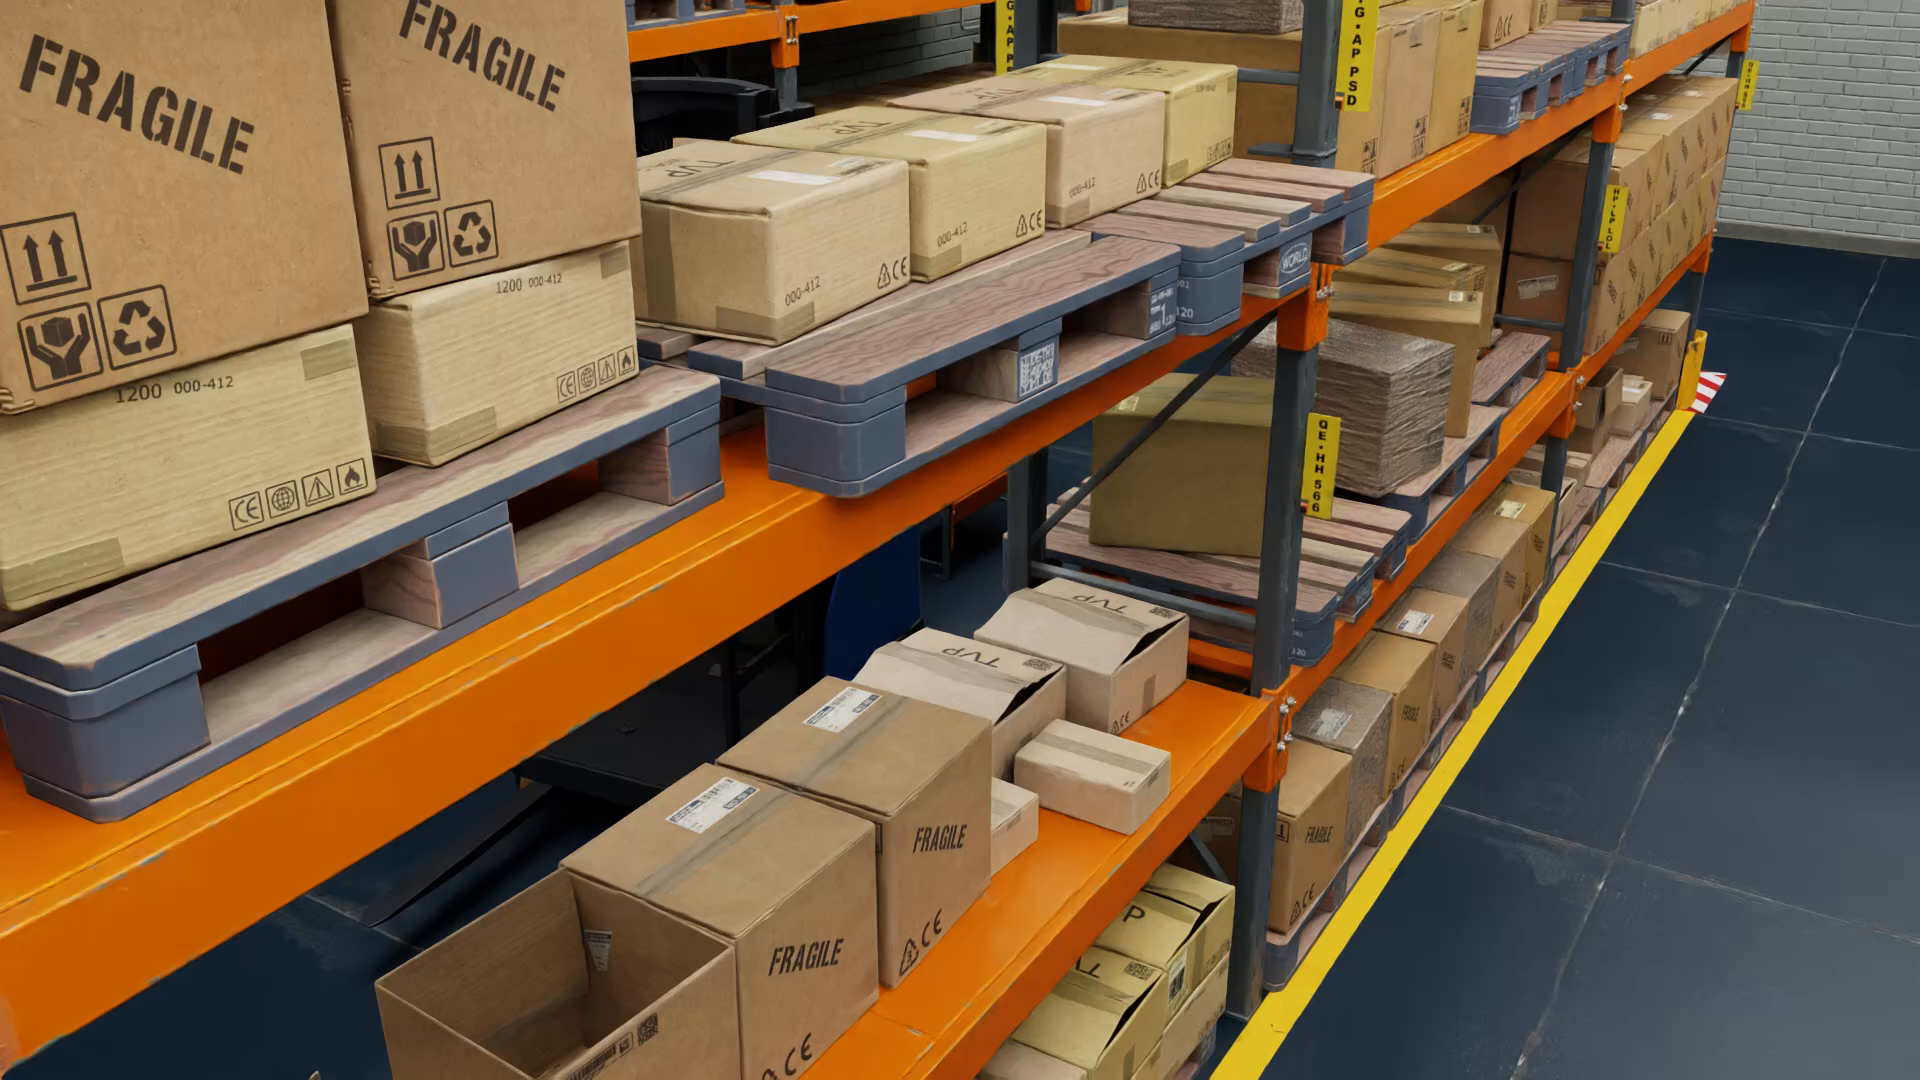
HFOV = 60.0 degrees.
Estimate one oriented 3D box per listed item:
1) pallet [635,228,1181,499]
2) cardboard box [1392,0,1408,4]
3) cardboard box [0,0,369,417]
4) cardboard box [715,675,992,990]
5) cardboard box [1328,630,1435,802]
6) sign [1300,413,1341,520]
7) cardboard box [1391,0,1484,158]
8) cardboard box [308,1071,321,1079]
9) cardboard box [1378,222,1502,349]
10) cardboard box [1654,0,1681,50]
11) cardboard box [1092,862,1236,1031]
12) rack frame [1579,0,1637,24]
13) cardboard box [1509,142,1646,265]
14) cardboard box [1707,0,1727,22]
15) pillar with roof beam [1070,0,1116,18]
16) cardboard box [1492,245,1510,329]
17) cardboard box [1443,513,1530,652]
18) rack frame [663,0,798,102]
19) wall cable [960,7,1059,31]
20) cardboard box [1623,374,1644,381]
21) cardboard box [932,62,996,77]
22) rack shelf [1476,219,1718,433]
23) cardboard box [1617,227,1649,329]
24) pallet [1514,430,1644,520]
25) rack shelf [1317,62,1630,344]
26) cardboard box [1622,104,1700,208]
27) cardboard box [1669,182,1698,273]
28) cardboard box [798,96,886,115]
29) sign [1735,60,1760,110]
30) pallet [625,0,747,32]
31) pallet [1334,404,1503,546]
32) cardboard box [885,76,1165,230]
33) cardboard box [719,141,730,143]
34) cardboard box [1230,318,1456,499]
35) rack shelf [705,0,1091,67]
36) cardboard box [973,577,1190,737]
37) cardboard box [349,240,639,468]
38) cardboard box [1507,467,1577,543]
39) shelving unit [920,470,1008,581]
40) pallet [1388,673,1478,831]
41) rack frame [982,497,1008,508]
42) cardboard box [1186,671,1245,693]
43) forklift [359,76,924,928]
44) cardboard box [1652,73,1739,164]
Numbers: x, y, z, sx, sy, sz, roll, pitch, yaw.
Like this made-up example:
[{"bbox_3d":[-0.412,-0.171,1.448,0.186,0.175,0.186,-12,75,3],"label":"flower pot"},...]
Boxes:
[{"bbox_3d":[-0.254,-0.470,3.522,1.003,0.211,1.213,15,28,31],"label":"pallet"},{"bbox_3d":[1.389,-2.178,5.844,0.500,0.500,0.500,14,27,29],"label":"cardboard box"},{"bbox_3d":[-1.135,-0.501,2.071,0.500,0.500,0.500,14,27,30],"label":"cardboard box"},{"bbox_3d":[-0.255,0.718,4.190,0.500,0.500,0.500,12,26,26],"label":"cardboard box"},{"bbox_3d":[1.639,0.699,6.952,0.500,0.500,0.500,13,27,28],"label":"cardboard box"},{"bbox_3d":[1.089,-0.222,5.030,0.100,0.325,0.005,14,27,29],"label":"sign"},{"bbox_3d":[1.361,-1.730,6.070,0.910,0.500,0.500,14,27,29],"label":"cardboard box"},{"bbox_3d":[-1.186,1.270,3.209,0.396,0.266,0.258,13,27,28],"label":"cardboard box"},{"bbox_3d":[2.286,-1.282,8.281,0.700,0.500,0.500,5,24,11],"label":"cardboard box"},{"bbox_3d":[3.460,-2.744,8.726,0.500,0.250,0.500,14,27,29],"label":"cardboard box"},{"bbox_3d":[0.549,1.234,5.350,0.500,0.311,0.500,15,27,30],"label":"cardboard box"},{"bbox_3d":[2.726,-3.909,7.453,1.000,3.000,0.127,14,27,29],"label":"rack frame"},{"bbox_3d":[3.213,-1.761,8.658,0.500,0.500,0.500,15,27,30],"label":"cardboard box"},{"bbox_3d":[4.263,-3.247,9.889,0.500,0.250,0.500,14,27,29],"label":"cardboard box"},{"bbox_3d":[4.972,-6.486,13.407,9.100,9.000,0.400,14,27,29],"label":"pillar with roof beam"},{"bbox_3d":[2.771,-1.425,9.139,0.500,0.500,0.500,14,27,30],"label":"cardboard box"},{"bbox_3d":[2.441,0.181,8.149,0.500,0.500,0.500,14,27,29],"label":"cardboard box"},{"bbox_3d":[-1.485,-2.193,11.040,1.000,3.000,0.127,14,27,29],"label":"rack frame"},{"bbox_3d":[0.497,-4.640,15.413,0.084,1.984,1.851,14,27,29],"label":"wall cable"},{"bbox_3d":[4.468,-1.055,11.424,0.380,0.166,0.250,14,27,29],"label":"cardboard box"},{"bbox_3d":[0.365,-3.506,13.696,0.980,0.700,0.700,15,28,31],"label":"cardboard box"},{"bbox_3d":[3.781,-1.501,10.347,1.077,0.370,4.000,14,27,29],"label":"rack shelf"},{"bbox_3d":[3.494,-1.490,9.291,0.500,0.500,0.500,14,27,30],"label":"cardboard box"},{"bbox_3d":[3.732,-0.521,10.689,1.003,0.211,1.213,14,27,29],"label":"pallet"},{"bbox_3d":[1.671,-1.528,6.633,1.077,0.370,4.000,14,27,29],"label":"rack shelf"},{"bbox_3d":[4.028,-2.283,9.864,0.500,0.500,0.500,15,27,31],"label":"cardboard box"},{"bbox_3d":[4.292,-2.001,10.470,0.500,0.500,0.500,14,27,29],"label":"cardboard box"},{"bbox_3d":[-0.795,-2.756,11.962,0.980,0.700,0.700,13,27,28],"label":"cardboard box"},{"bbox_3d":[5.297,-3.060,11.186,0.100,0.325,0.005,14,27,29],"label":"sign"},{"bbox_3d":[-1.926,-3.162,9.743,0.805,0.209,1.217,13,26,27],"label":"pallet"},{"bbox_3d":[1.638,-0.375,7.083,1.003,0.211,1.213,14,27,29],"label":"pallet"},{"bbox_3d":[0.163,-0.961,4.078,0.500,0.250,0.500,15,27,30],"label":"cardboard box"},{"bbox_3d":[-1.514,-2.517,10.320,0.500,0.250,0.500,15,27,30],"label":"cardboard box"},{"bbox_3d":[1.497,-0.550,6.589,0.700,0.500,0.500,20,31,39],"label":"cardboard box"},{"bbox_3d":[-0.430,-3.914,12.146,1.077,0.370,4.000,14,27,29],"label":"rack shelf"},{"bbox_3d":[0.387,0.348,5.282,0.500,0.311,0.500,16,28,32],"label":"cardboard box"},{"bbox_3d":[-0.874,-0.348,2.664,0.500,0.250,0.500,11,26,24],"label":"cardboard box"},{"bbox_3d":[3.131,-0.220,9.314,0.500,0.311,0.500,14,27,29],"label":"cardboard box"},{"bbox_3d":[0.004,-0.518,9.532,0.538,1.125,1.048,14,27,29],"label":"shelving unit"},{"bbox_3d":[1.686,0.819,7.592,1.003,0.211,1.213,14,27,29],"label":"pallet"},{"bbox_3d":[0.272,-0.690,9.928,0.500,1.125,0.032,14,27,29],"label":"rack frame"},{"bbox_3d":[0.936,0.410,6.675,0.500,0.250,0.500,15,28,31],"label":"cardboard box"},{"bbox_3d":[-1.244,-0.253,6.644,1.130,2.935,3.031,10,25,22],"label":"forklift"},{"bbox_3d":[4.835,-2.803,11.065,0.500,0.500,0.500,14,27,29],"label":"cardboard box"}]
